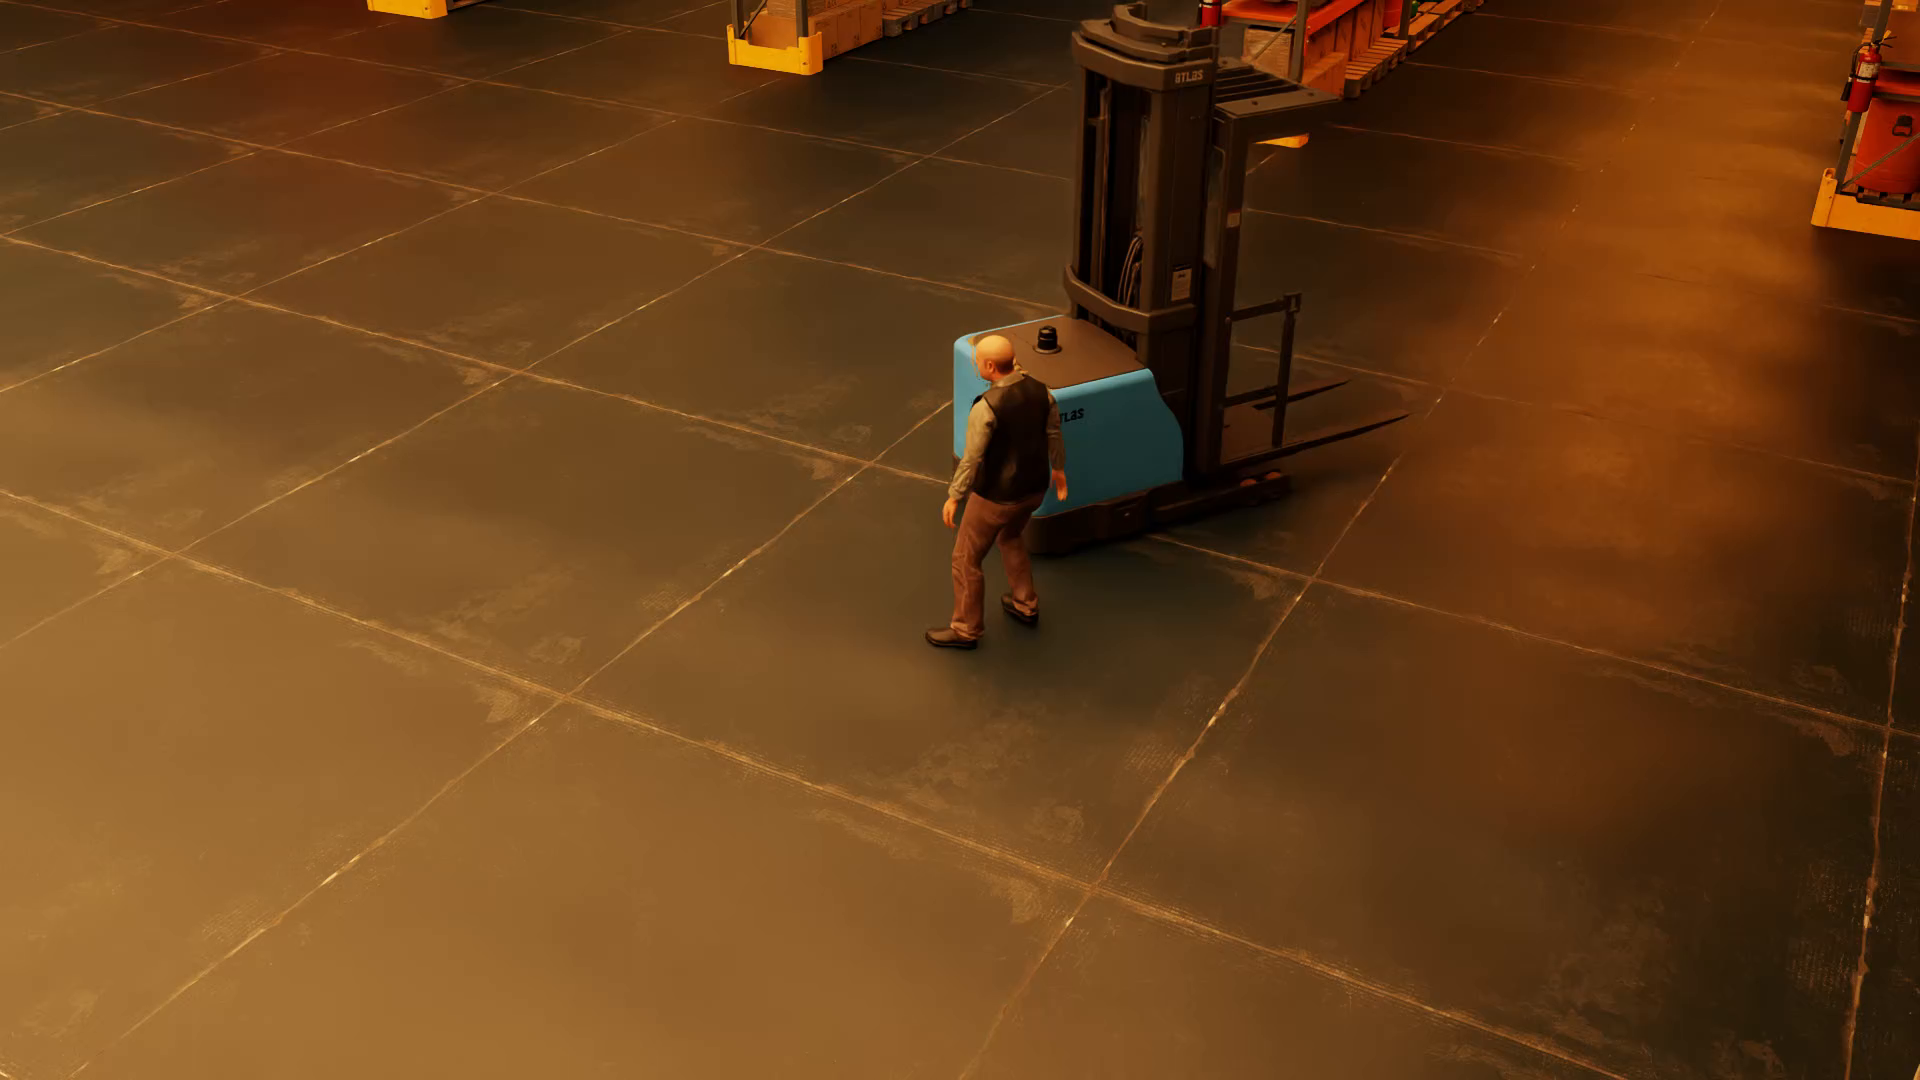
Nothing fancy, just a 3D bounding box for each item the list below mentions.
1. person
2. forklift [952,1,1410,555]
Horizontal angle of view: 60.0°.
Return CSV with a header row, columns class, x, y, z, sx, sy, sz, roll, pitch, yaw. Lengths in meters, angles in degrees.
class,x,y,z,sx,sy,sz,roll,pitch,yaw
person,0.219,-0.260,8.760,0.805,1.693,0.394,-25,38,-37
forklift,1.492,-1.699,10.015,3.031,2.935,1.130,-15,33,-24
